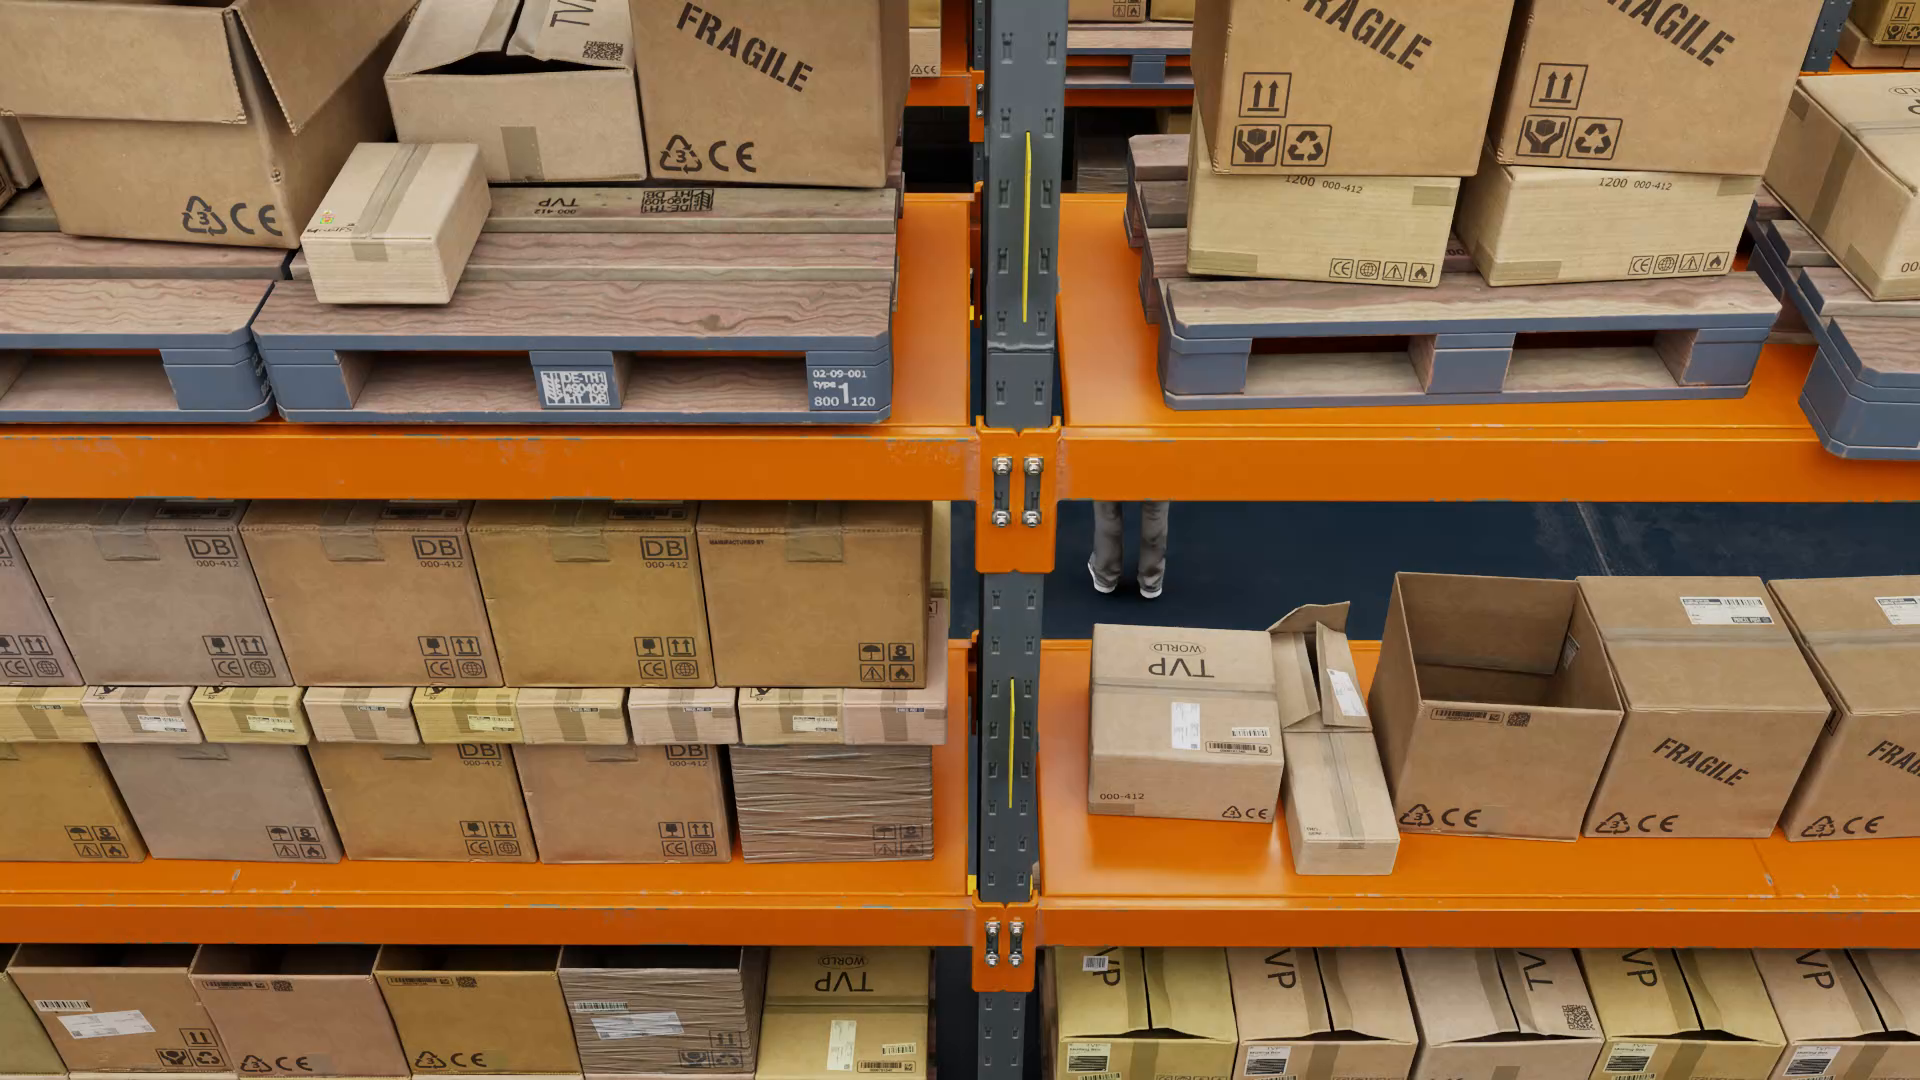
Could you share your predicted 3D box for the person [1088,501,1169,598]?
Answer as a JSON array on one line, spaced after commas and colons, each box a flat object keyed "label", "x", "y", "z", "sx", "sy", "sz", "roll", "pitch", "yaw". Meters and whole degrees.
[{"label": "person", "x": 0.703, "y": -0.461, "z": 6.714, "sx": 0.408, "sy": 1.588, "sz": 0.491, "roll": 0, "pitch": 40, "yaw": 0}]
